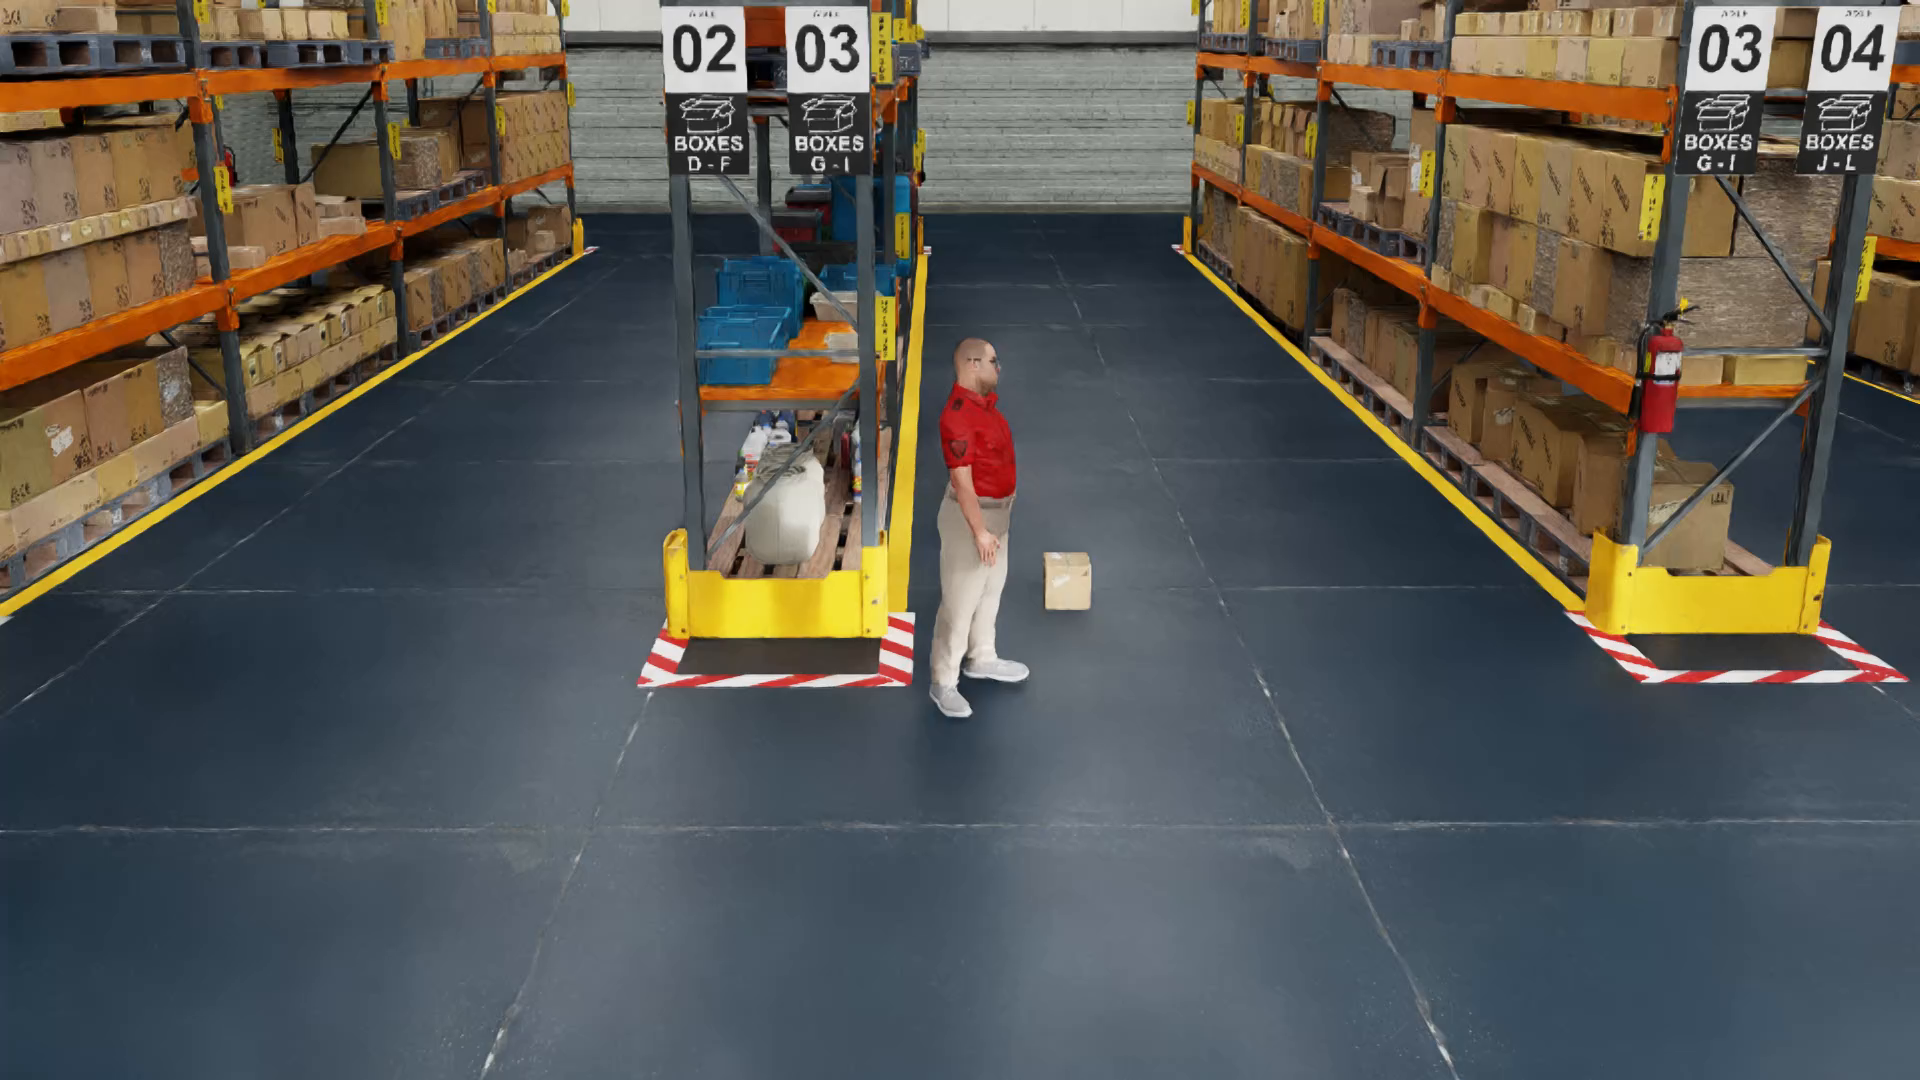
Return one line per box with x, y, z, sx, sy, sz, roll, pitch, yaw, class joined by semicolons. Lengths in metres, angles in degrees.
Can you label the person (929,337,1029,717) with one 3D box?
0.079;-0.090;7.792;0.395;1.734;0.692;5;18;15;person
